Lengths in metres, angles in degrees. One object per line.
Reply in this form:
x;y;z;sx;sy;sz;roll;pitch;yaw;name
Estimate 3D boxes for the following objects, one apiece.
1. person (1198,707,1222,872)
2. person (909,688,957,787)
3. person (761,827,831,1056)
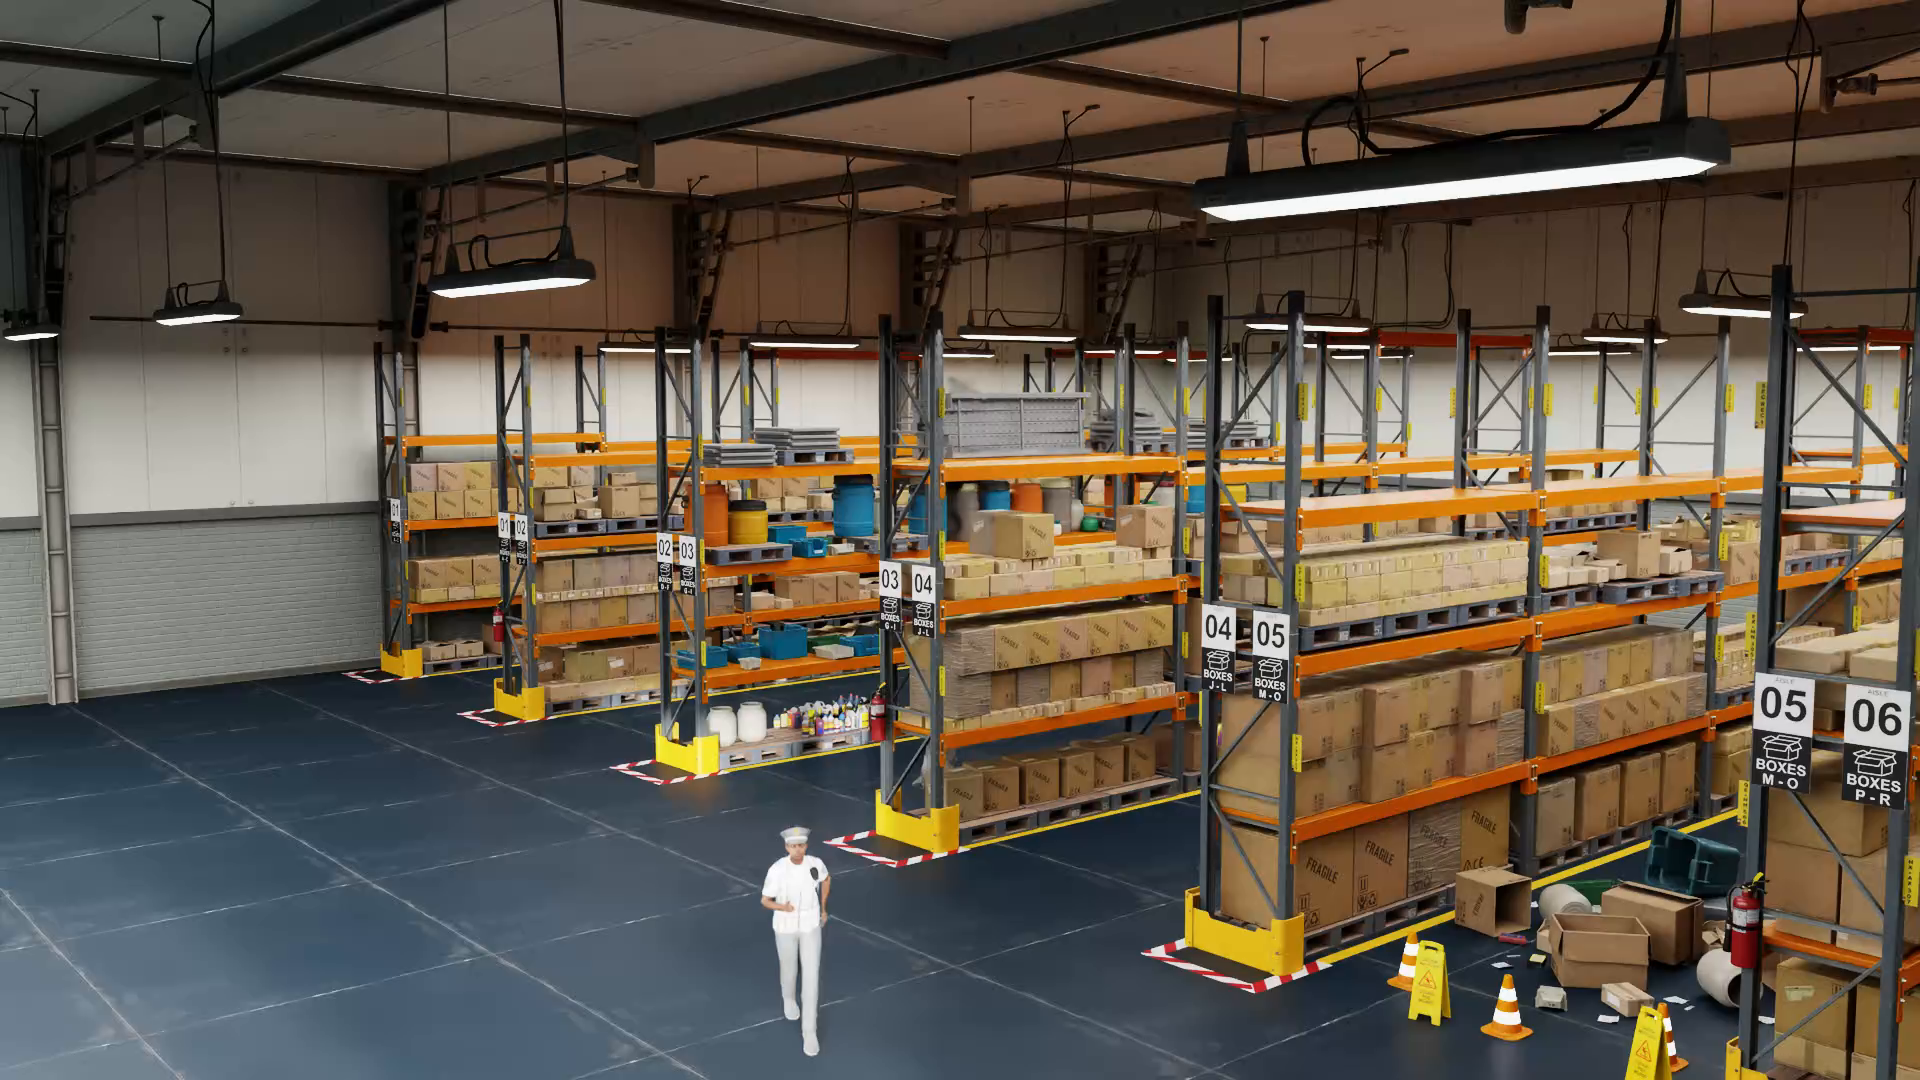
2.901;2.634;17.992;0.685;1.804;0.871;4;6;36;person
-0.323;2.177;21.218;0.659;1.807;0.967;4;7;40;person
-1.292;3.103;13.206;0.574;1.721;0.883;-1;5;-10;person
